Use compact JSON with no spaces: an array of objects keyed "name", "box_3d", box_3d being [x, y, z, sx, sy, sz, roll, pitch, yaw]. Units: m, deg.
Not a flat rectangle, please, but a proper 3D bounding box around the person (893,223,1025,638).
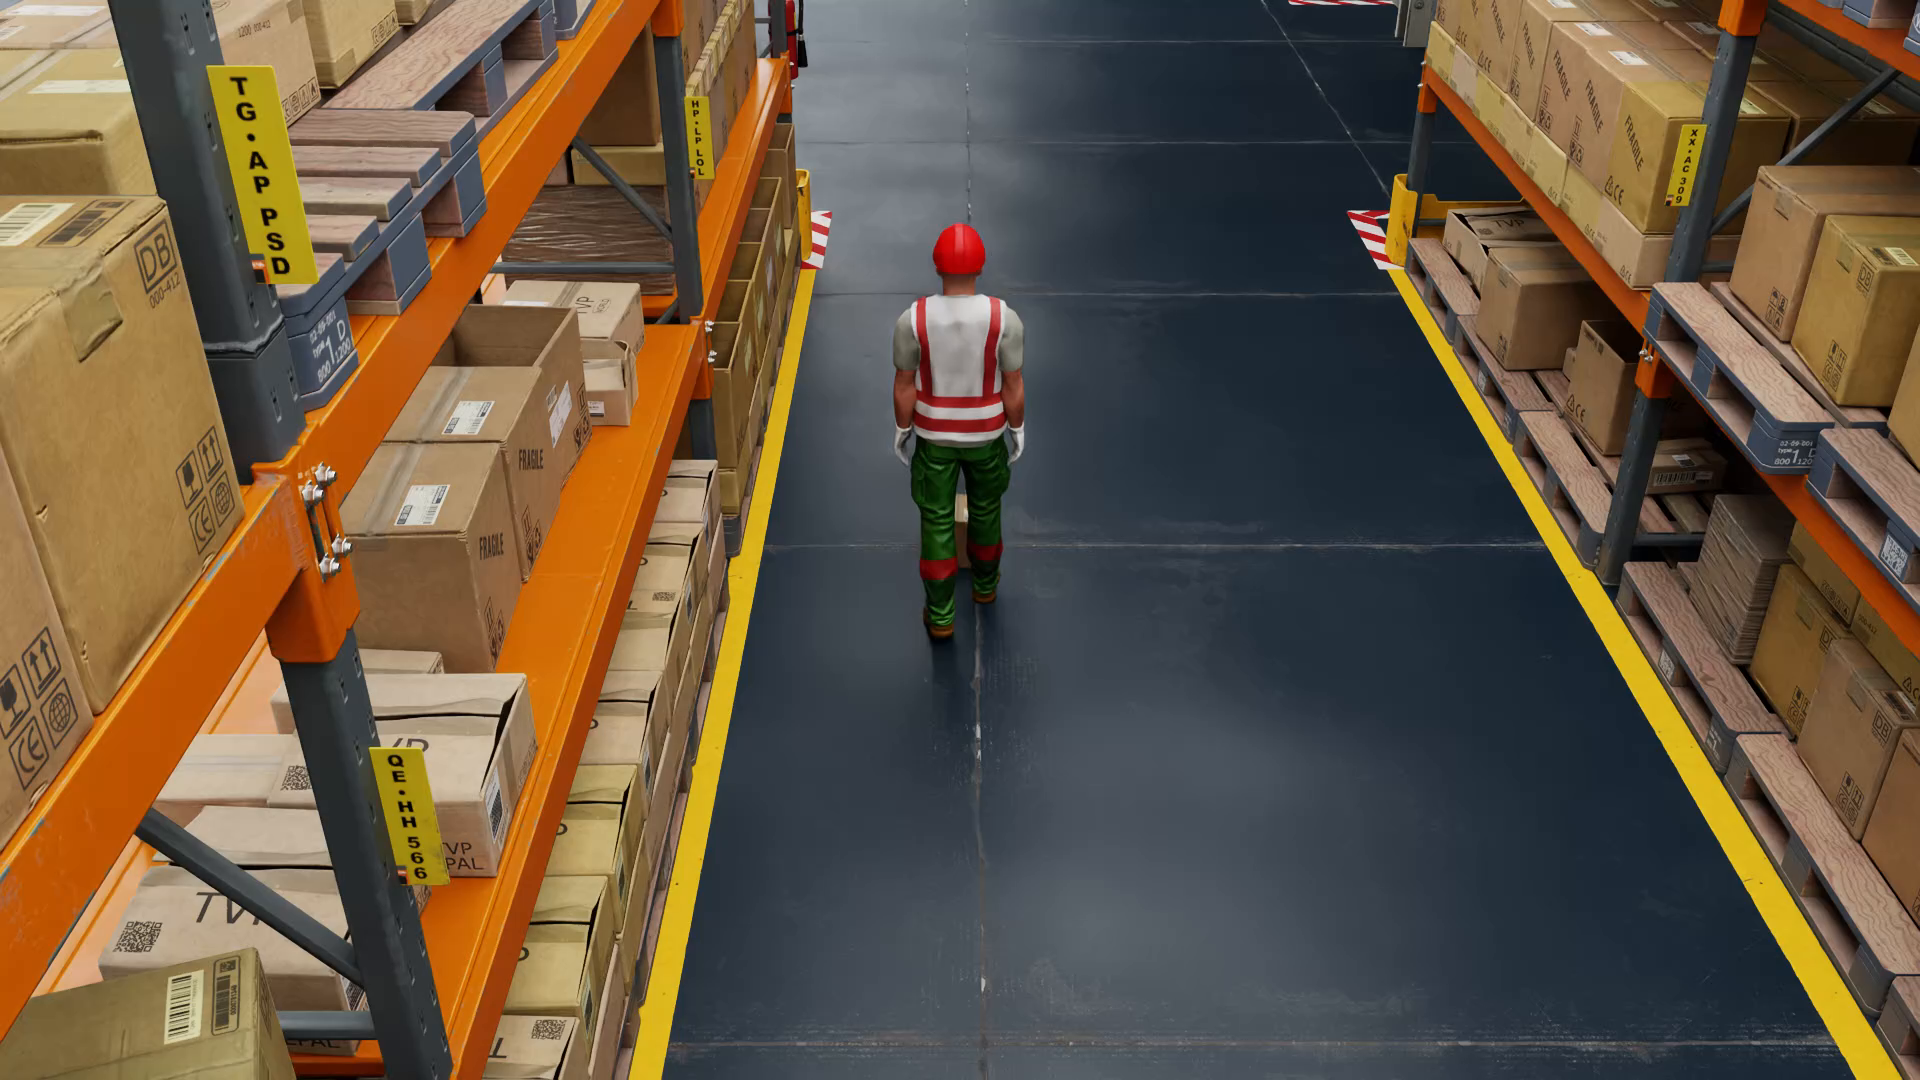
[{"name":"person","box_3d":[-0.004,-0.476,6.897,0.539,1.794,0.605,0,31,0]}]
